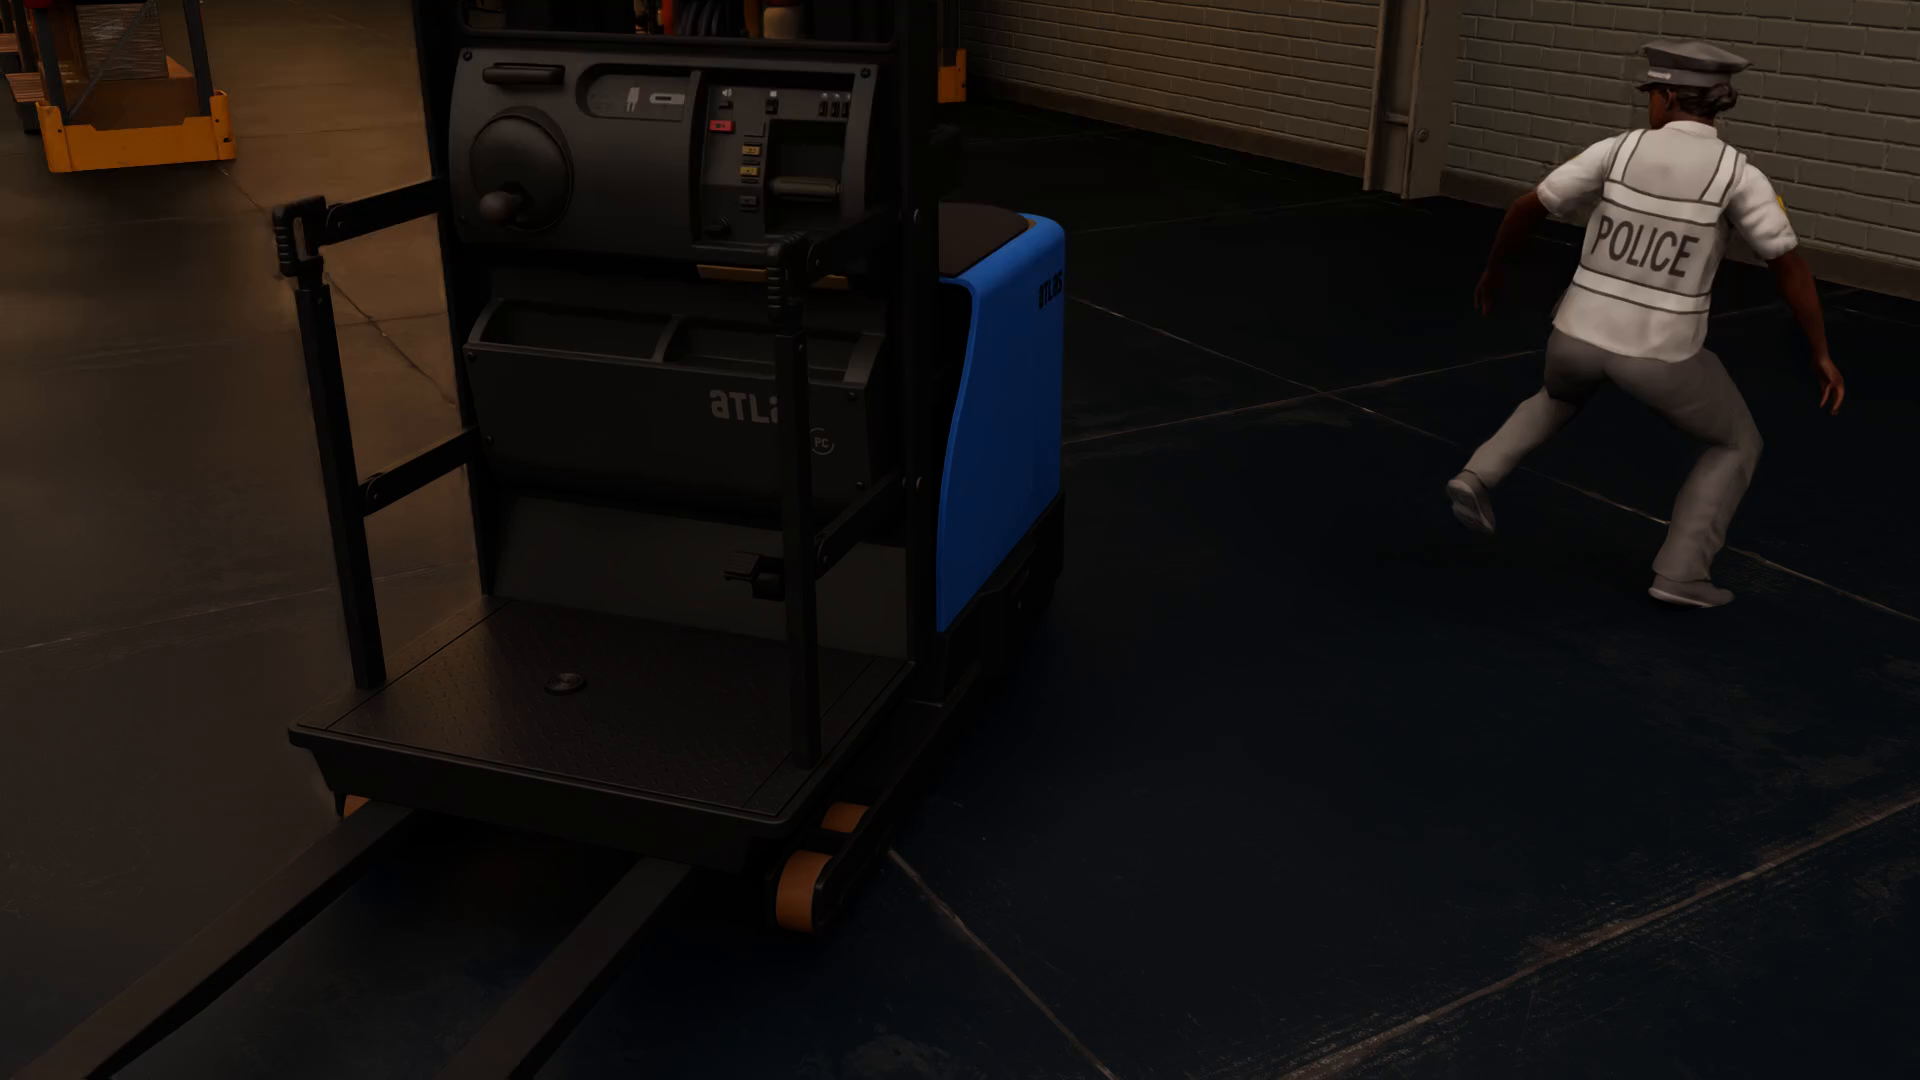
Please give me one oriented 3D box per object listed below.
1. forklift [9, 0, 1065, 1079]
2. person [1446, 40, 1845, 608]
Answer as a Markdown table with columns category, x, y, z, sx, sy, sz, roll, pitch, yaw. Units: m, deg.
| category | x | y | z | sx | sy | sz | roll | pitch | yaw |
| --- | --- | --- | --- | --- | --- | --- | --- | --- | --- |
| forklift | -0.671 | -0.757 | 3.118 | 1.130 | 2.935 | 3.031 | 8 | 23 | 18 |
| person | 1.890 | -0.559 | 4.556 | 0.995 | 1.548 | 0.485 | 20 | 29 | 39 |
